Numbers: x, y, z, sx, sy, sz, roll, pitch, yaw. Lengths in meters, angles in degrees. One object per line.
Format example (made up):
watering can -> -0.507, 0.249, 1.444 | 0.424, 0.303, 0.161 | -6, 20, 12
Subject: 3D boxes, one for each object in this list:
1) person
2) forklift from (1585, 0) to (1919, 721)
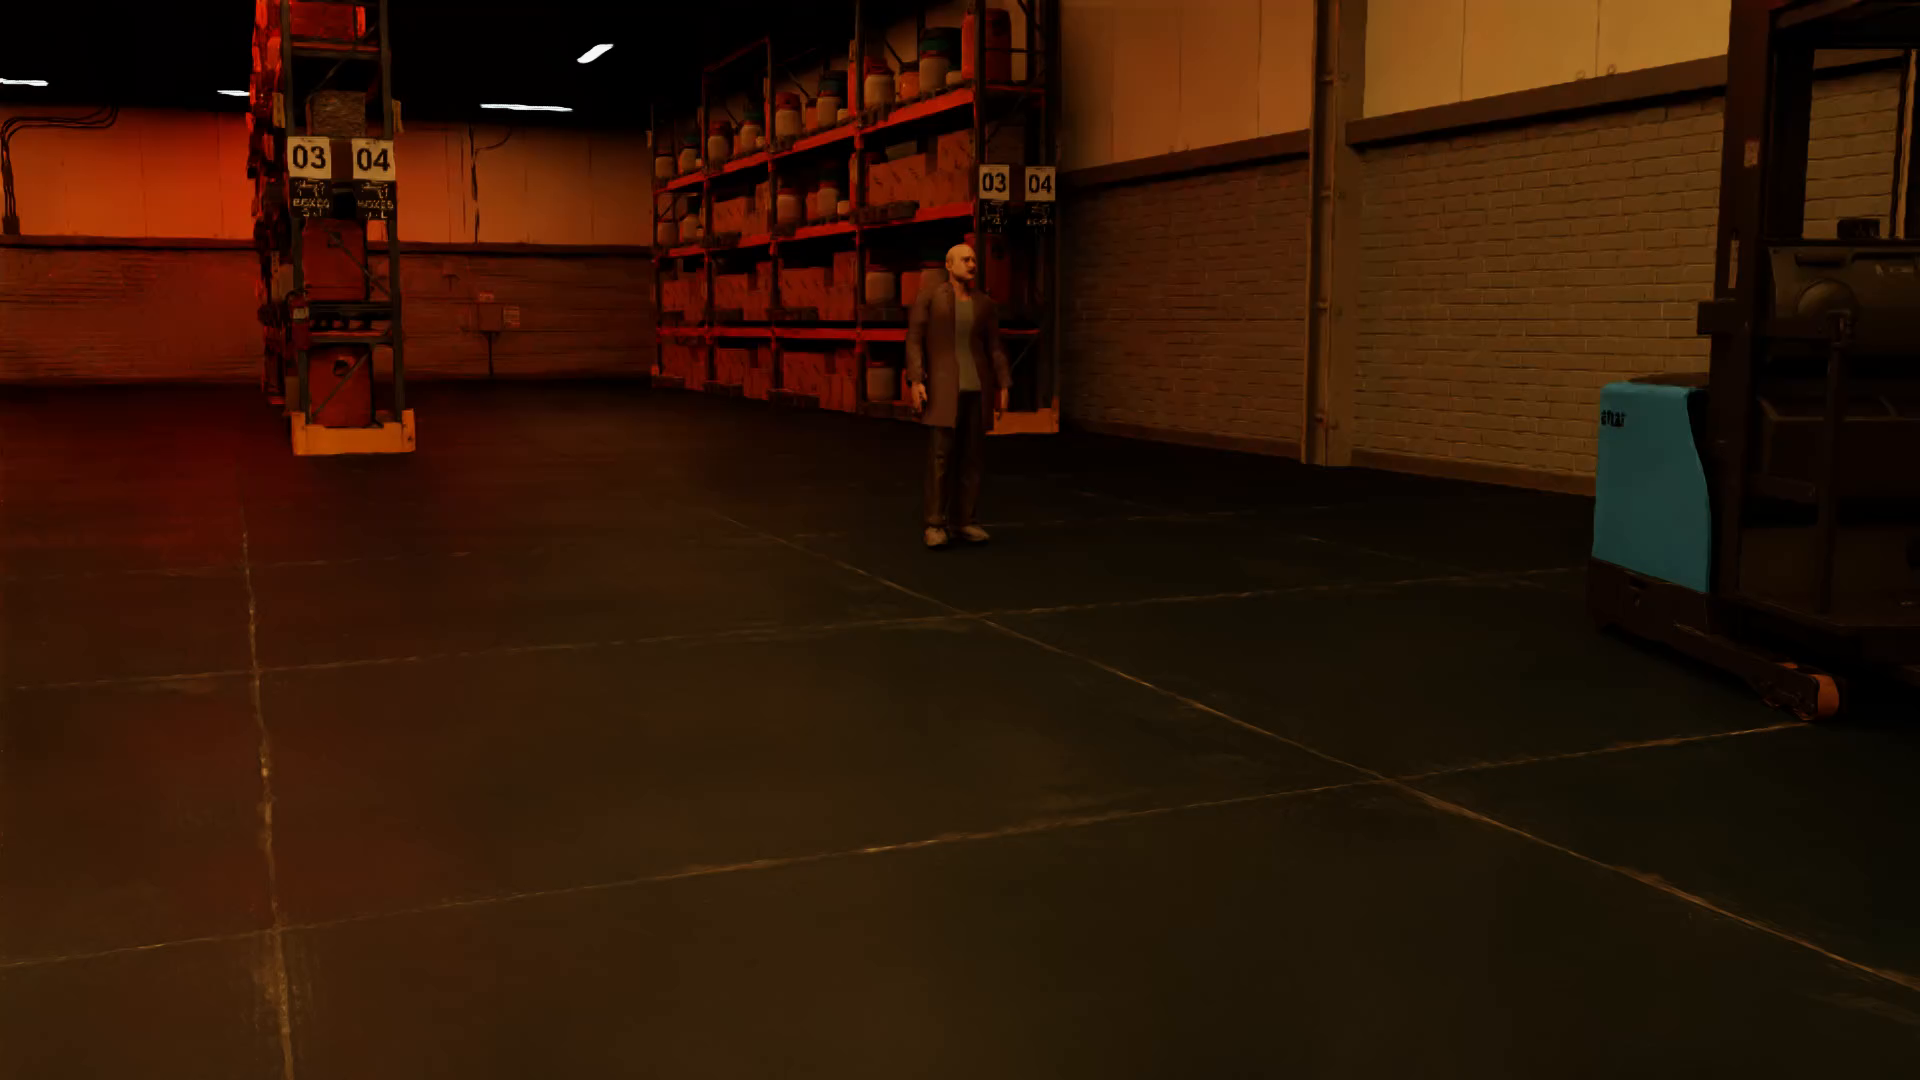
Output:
person -> 0.032, -0.877, 9.952 | 0.694, 1.776, 0.580 | -3, 8, -23
forklift -> 3.339, -0.889, 5.684 | 1.130, 2.935, 3.031 | 0, 8, -4
